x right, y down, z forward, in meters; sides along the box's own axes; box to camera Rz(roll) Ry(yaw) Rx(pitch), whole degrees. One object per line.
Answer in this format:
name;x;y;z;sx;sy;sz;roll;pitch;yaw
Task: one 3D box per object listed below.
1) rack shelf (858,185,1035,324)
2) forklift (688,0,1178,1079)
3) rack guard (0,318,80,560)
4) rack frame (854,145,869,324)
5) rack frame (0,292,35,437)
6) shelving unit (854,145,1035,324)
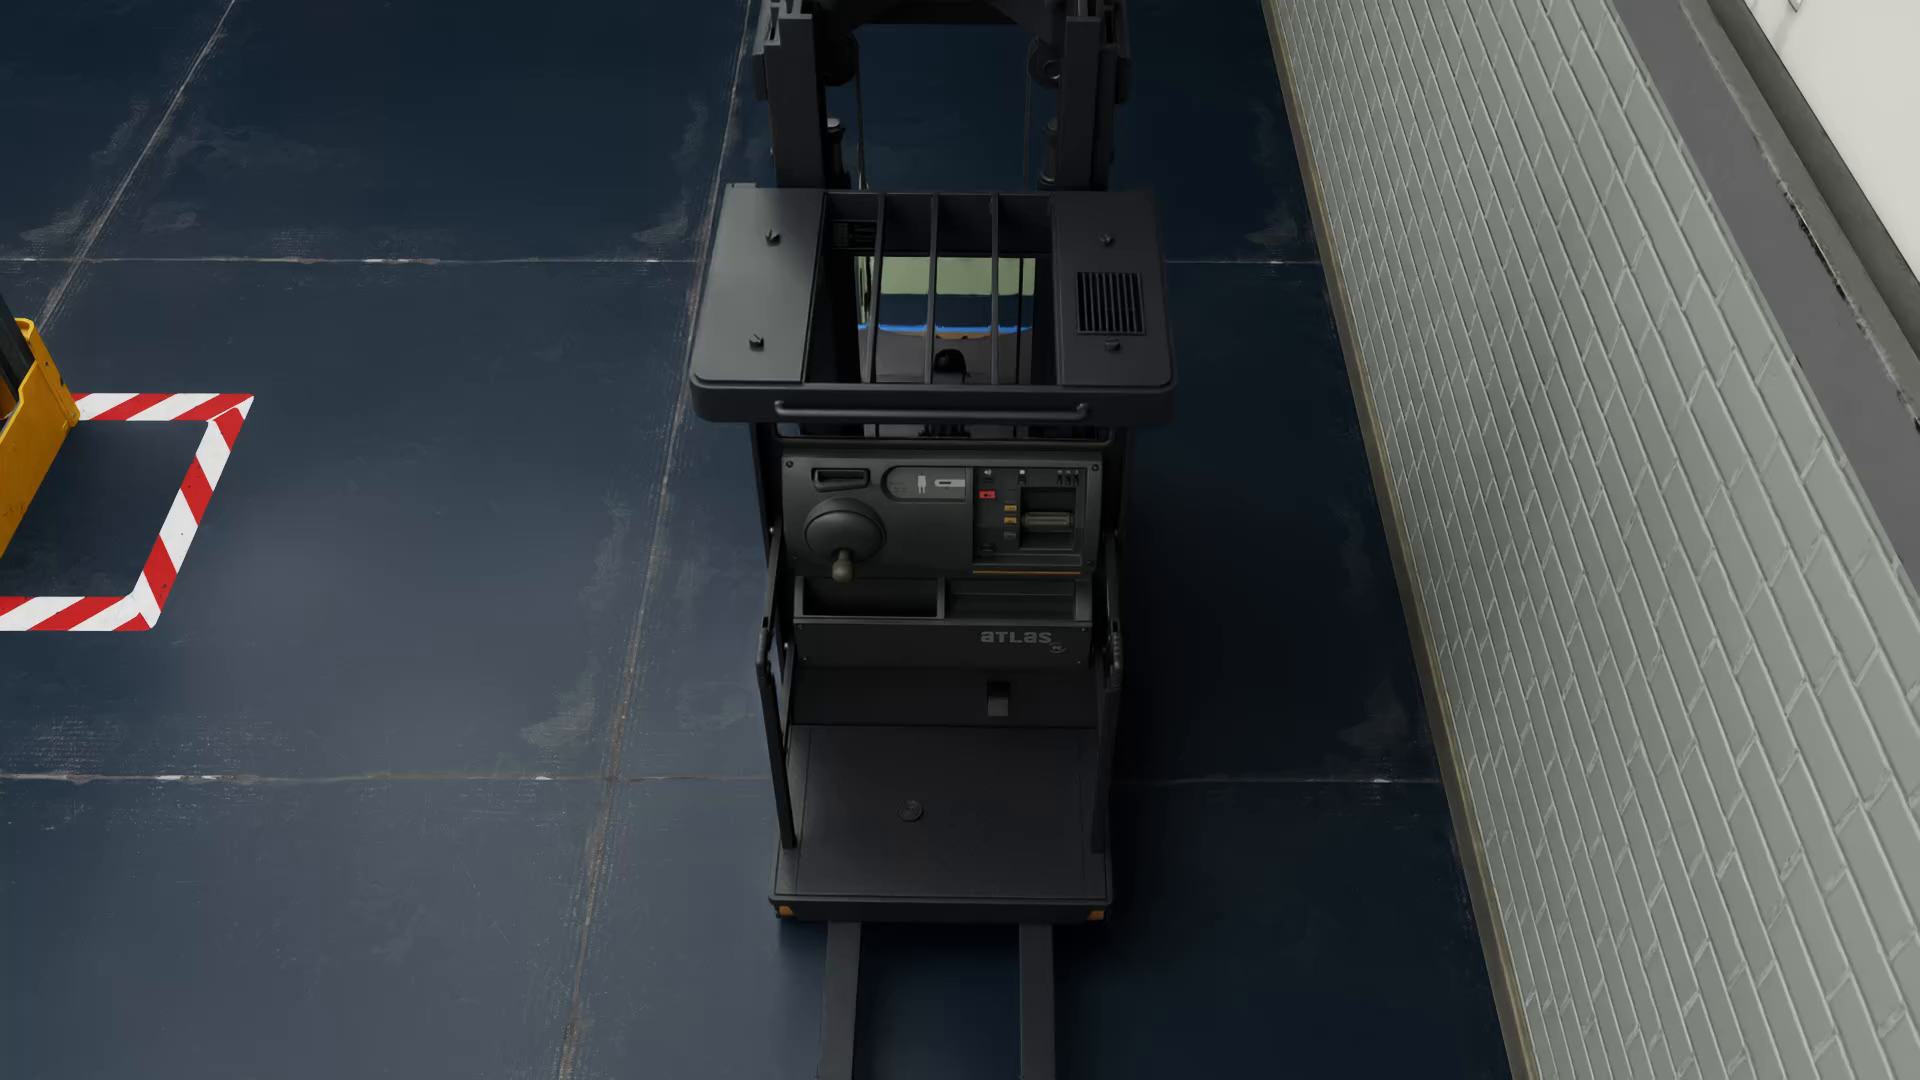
rack shelf;0.003;-1.037;6.157;0.720;0.370;0.431;1;47;1
forklift;-0.053;0.030;4.719;1.130;2.935;3.031;1;47;1
rack guard;-4.010;-0.324;6.710;0.348;0.500;1.175;0;47;0
rack frame;-0.363;-0.775;6.447;0.023;1.500;0.400;1;47;1
rack frame;-3.934;-1.175;5.795;0.127;3.000;1.000;0;47;0
shelving unit;0.003;-0.771;6.443;0.755;1.500;0.431;1;47;1
